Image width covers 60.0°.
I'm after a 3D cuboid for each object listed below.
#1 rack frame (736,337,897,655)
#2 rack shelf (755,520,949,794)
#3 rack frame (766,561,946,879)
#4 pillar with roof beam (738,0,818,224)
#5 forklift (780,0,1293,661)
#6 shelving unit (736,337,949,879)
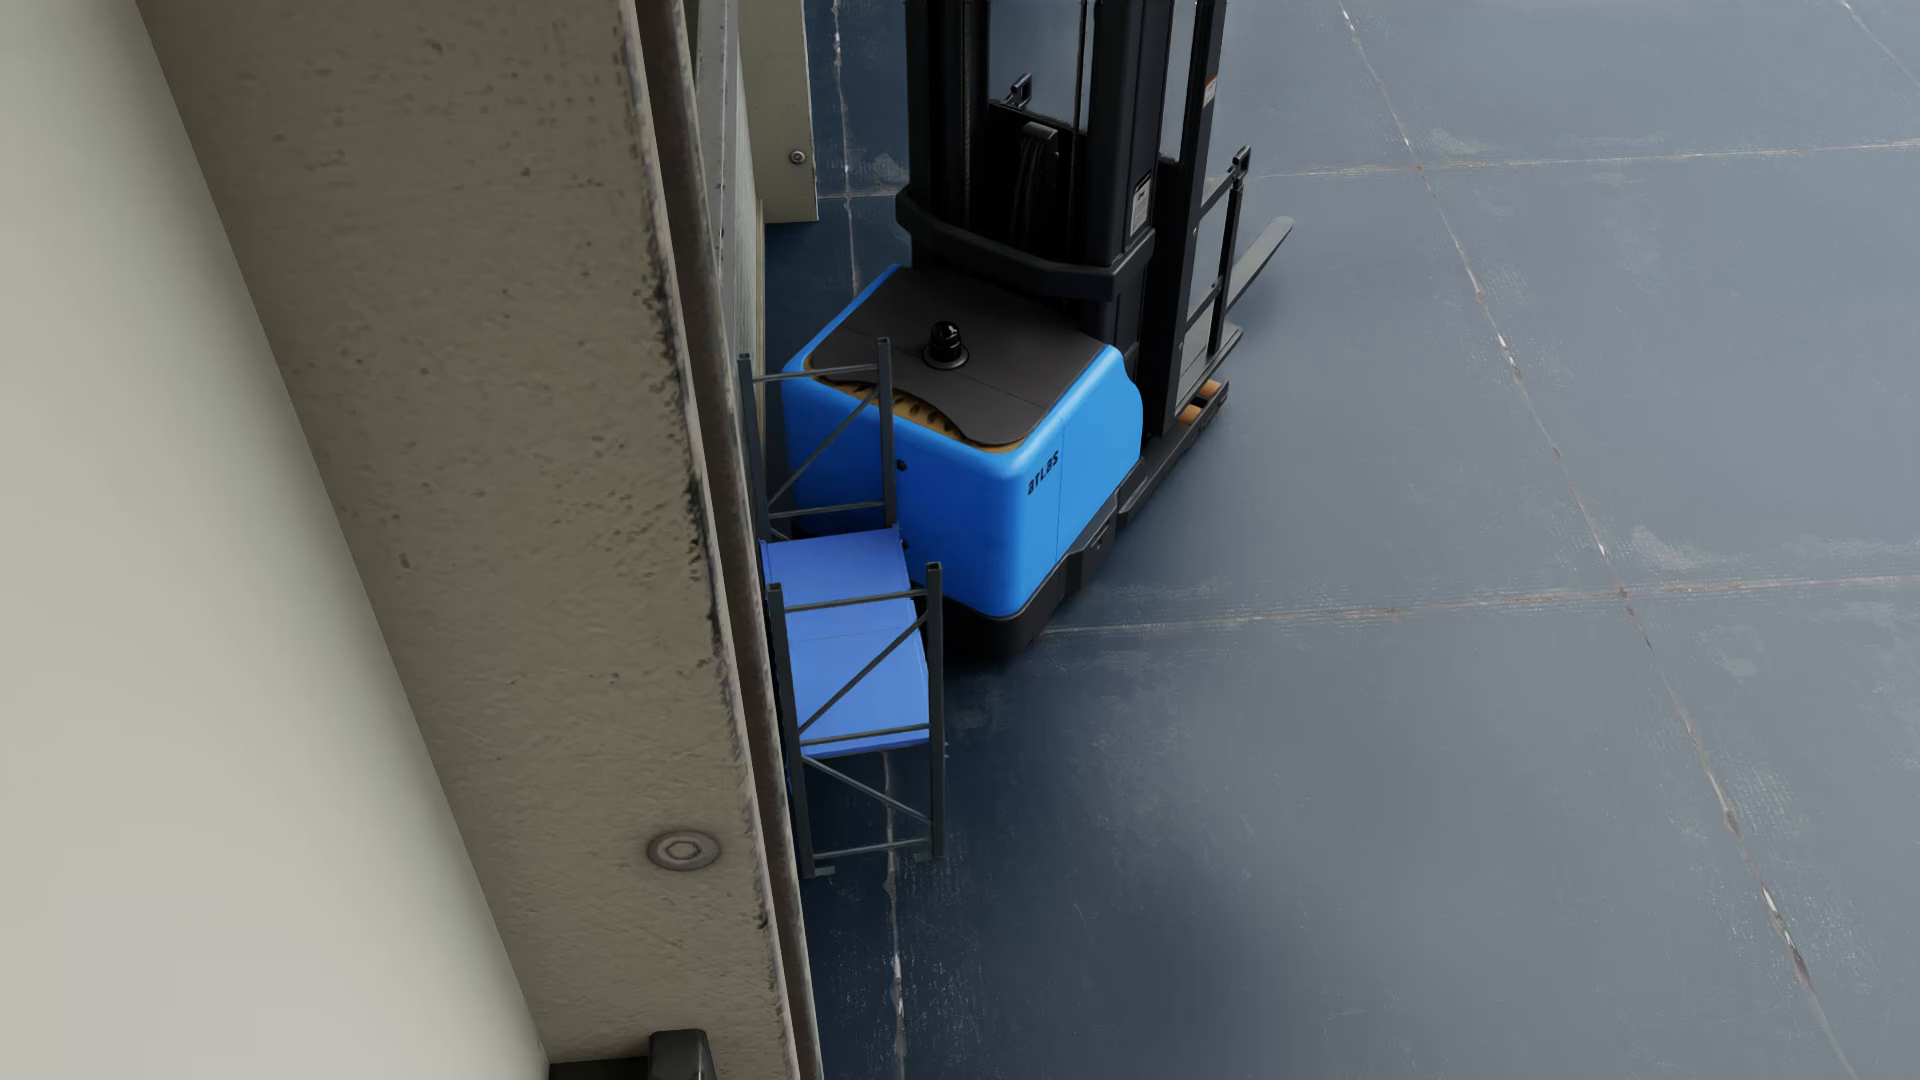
[{"bbox_3d":[-0.477,-0.108,5.955,0.500,1.500,0.032,-7,47,-7],"label":"rack frame"},{"bbox_3d":[-0.388,0.380,5.742,0.538,0.185,1.000,-7,47,-7],"label":"rack shelf"},{"bbox_3d":[-0.300,0.619,5.267,0.500,1.500,0.032,-7,47,-7],"label":"rack frame"},{"bbox_3d":[3.402,-5.106,5.525,9.100,9.000,0.400,-3,47,-3],"label":"pillar with roof beam"},{"bbox_3d":[0.534,-1.601,6.384,1.130,2.935,3.031,24,51,21],"label":"forklift"},{"bbox_3d":[-0.388,0.256,5.611,0.538,1.500,1.048,-7,47,-7],"label":"shelving unit"}]
